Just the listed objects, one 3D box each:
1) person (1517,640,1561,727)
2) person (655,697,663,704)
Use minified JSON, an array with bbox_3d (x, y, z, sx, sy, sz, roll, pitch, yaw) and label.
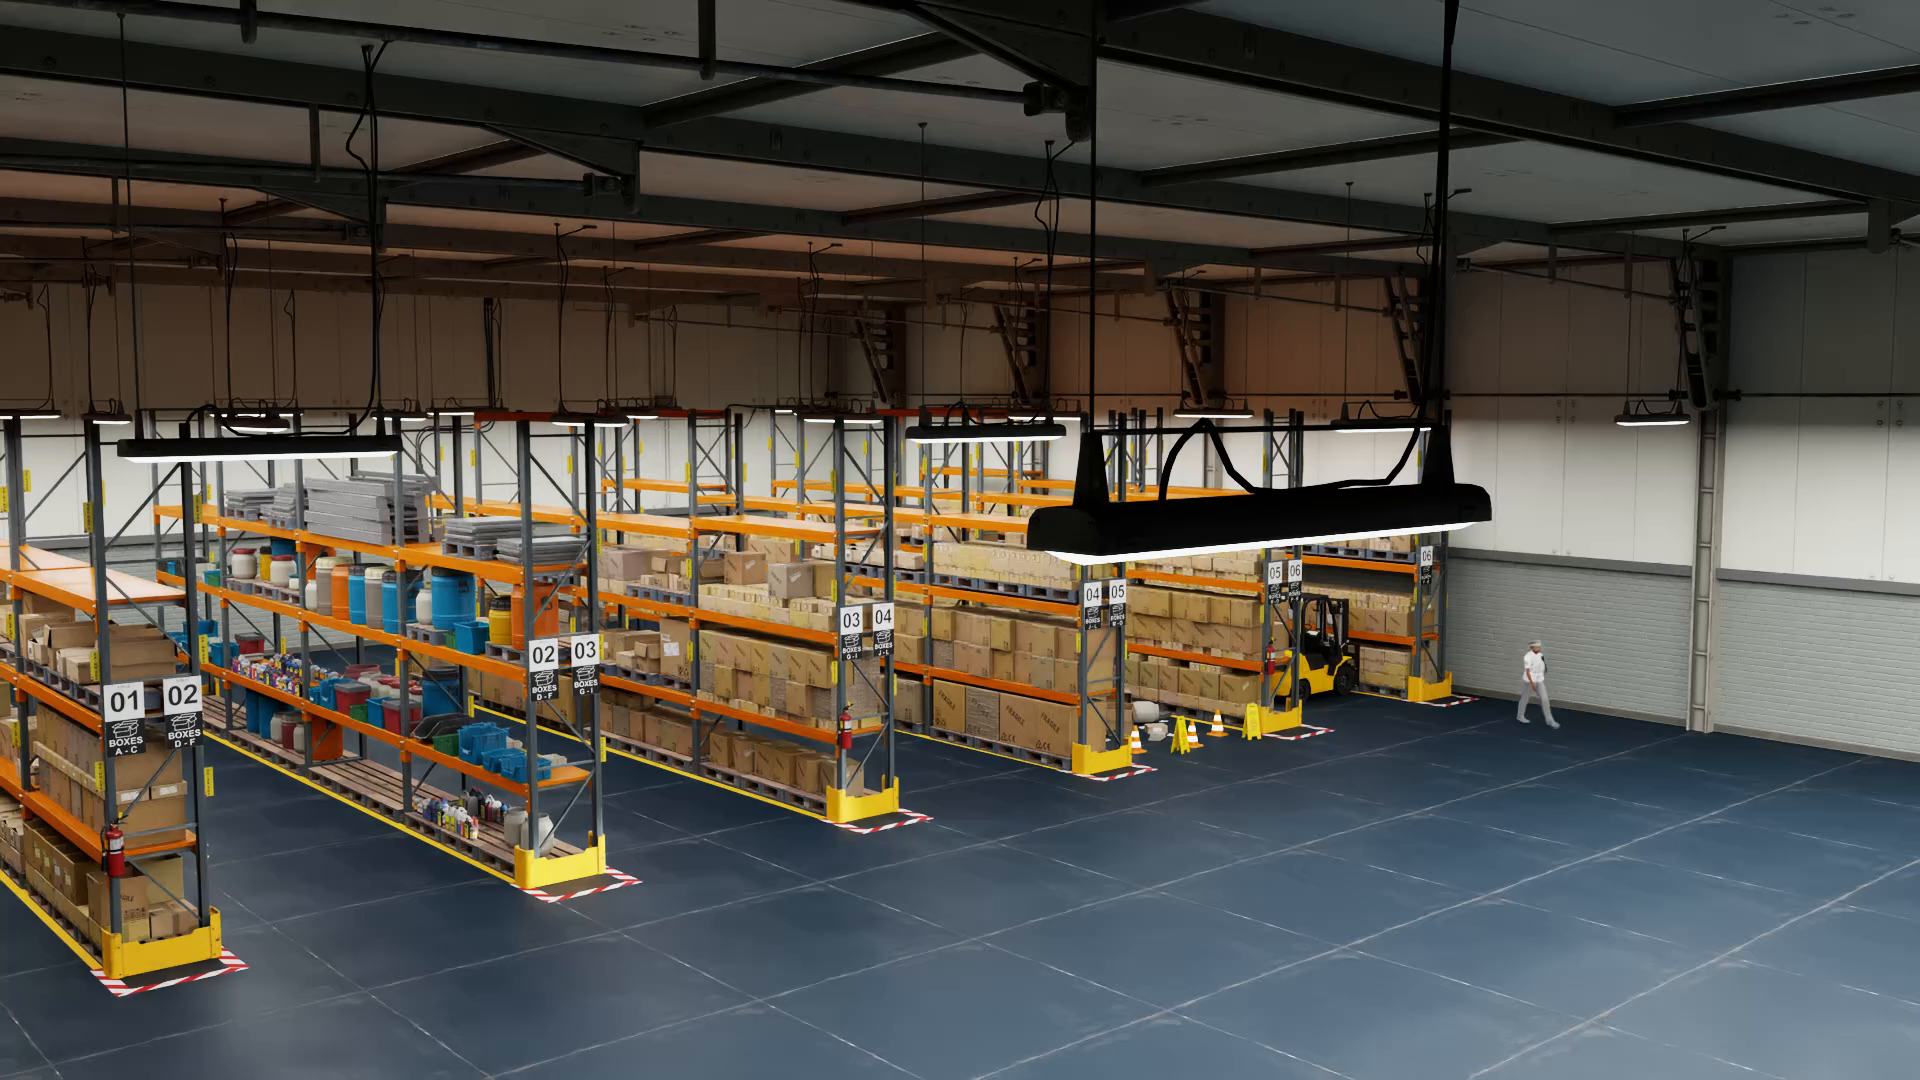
[{"bbox_3d":[11.003,2.707,31.696,0.491,1.639,0.908,-1,5,-17],"label":"person"},{"bbox_3d":[-5.980,2.667,32.643,0.537,1.631,0.571,4,7,40],"label":"person"}]
